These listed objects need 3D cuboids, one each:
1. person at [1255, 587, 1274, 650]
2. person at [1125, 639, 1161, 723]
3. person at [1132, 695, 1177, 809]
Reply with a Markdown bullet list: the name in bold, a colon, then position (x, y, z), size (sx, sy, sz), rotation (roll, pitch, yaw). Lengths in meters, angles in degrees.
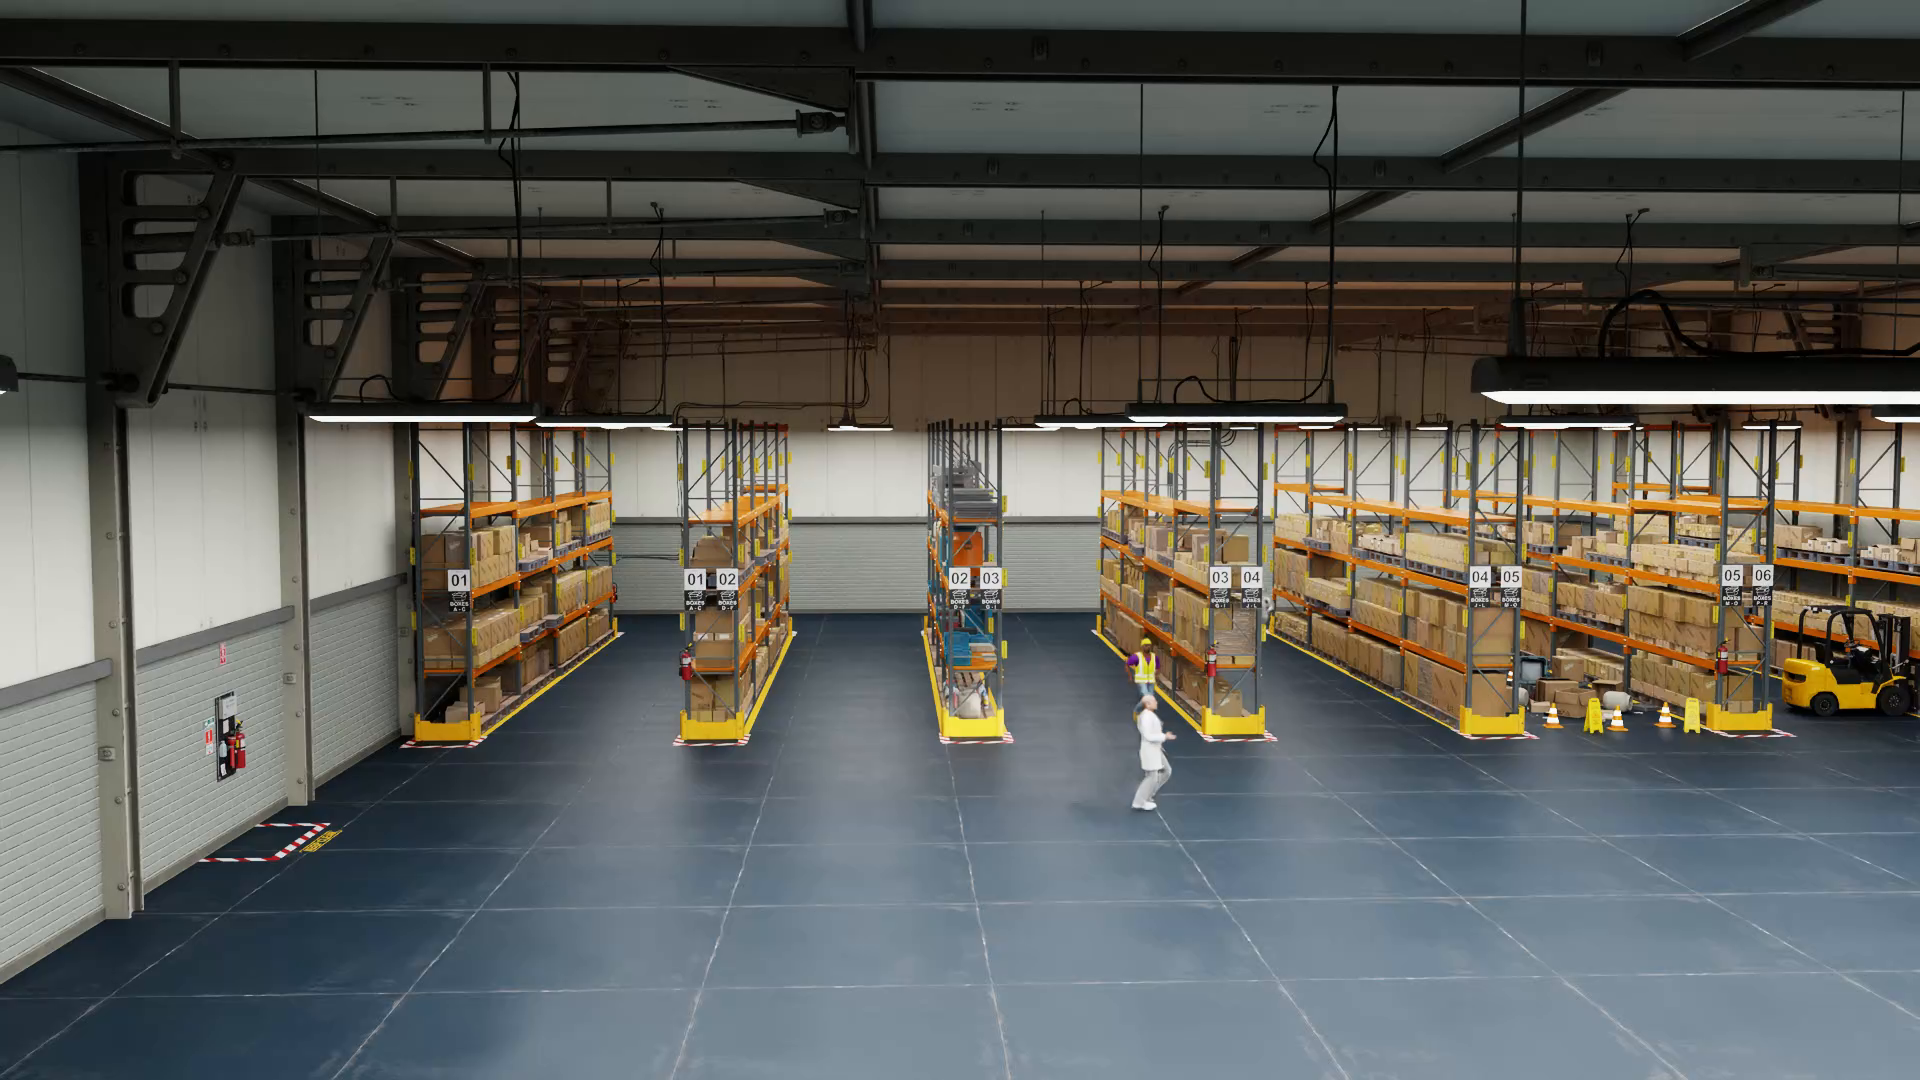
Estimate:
- **person**: position (7.986, 2.081, 43.892), size (0.584, 1.710, 0.659), rotation (0, 4, -1)
- **person**: position (3.621, 2.780, 32.400), size (0.685, 1.716, 0.579), rotation (-1, 4, -18)
- **person**: position (2.962, 3.229, 25.241), size (0.682, 1.768, 0.693), rotation (1, 4, 15)
